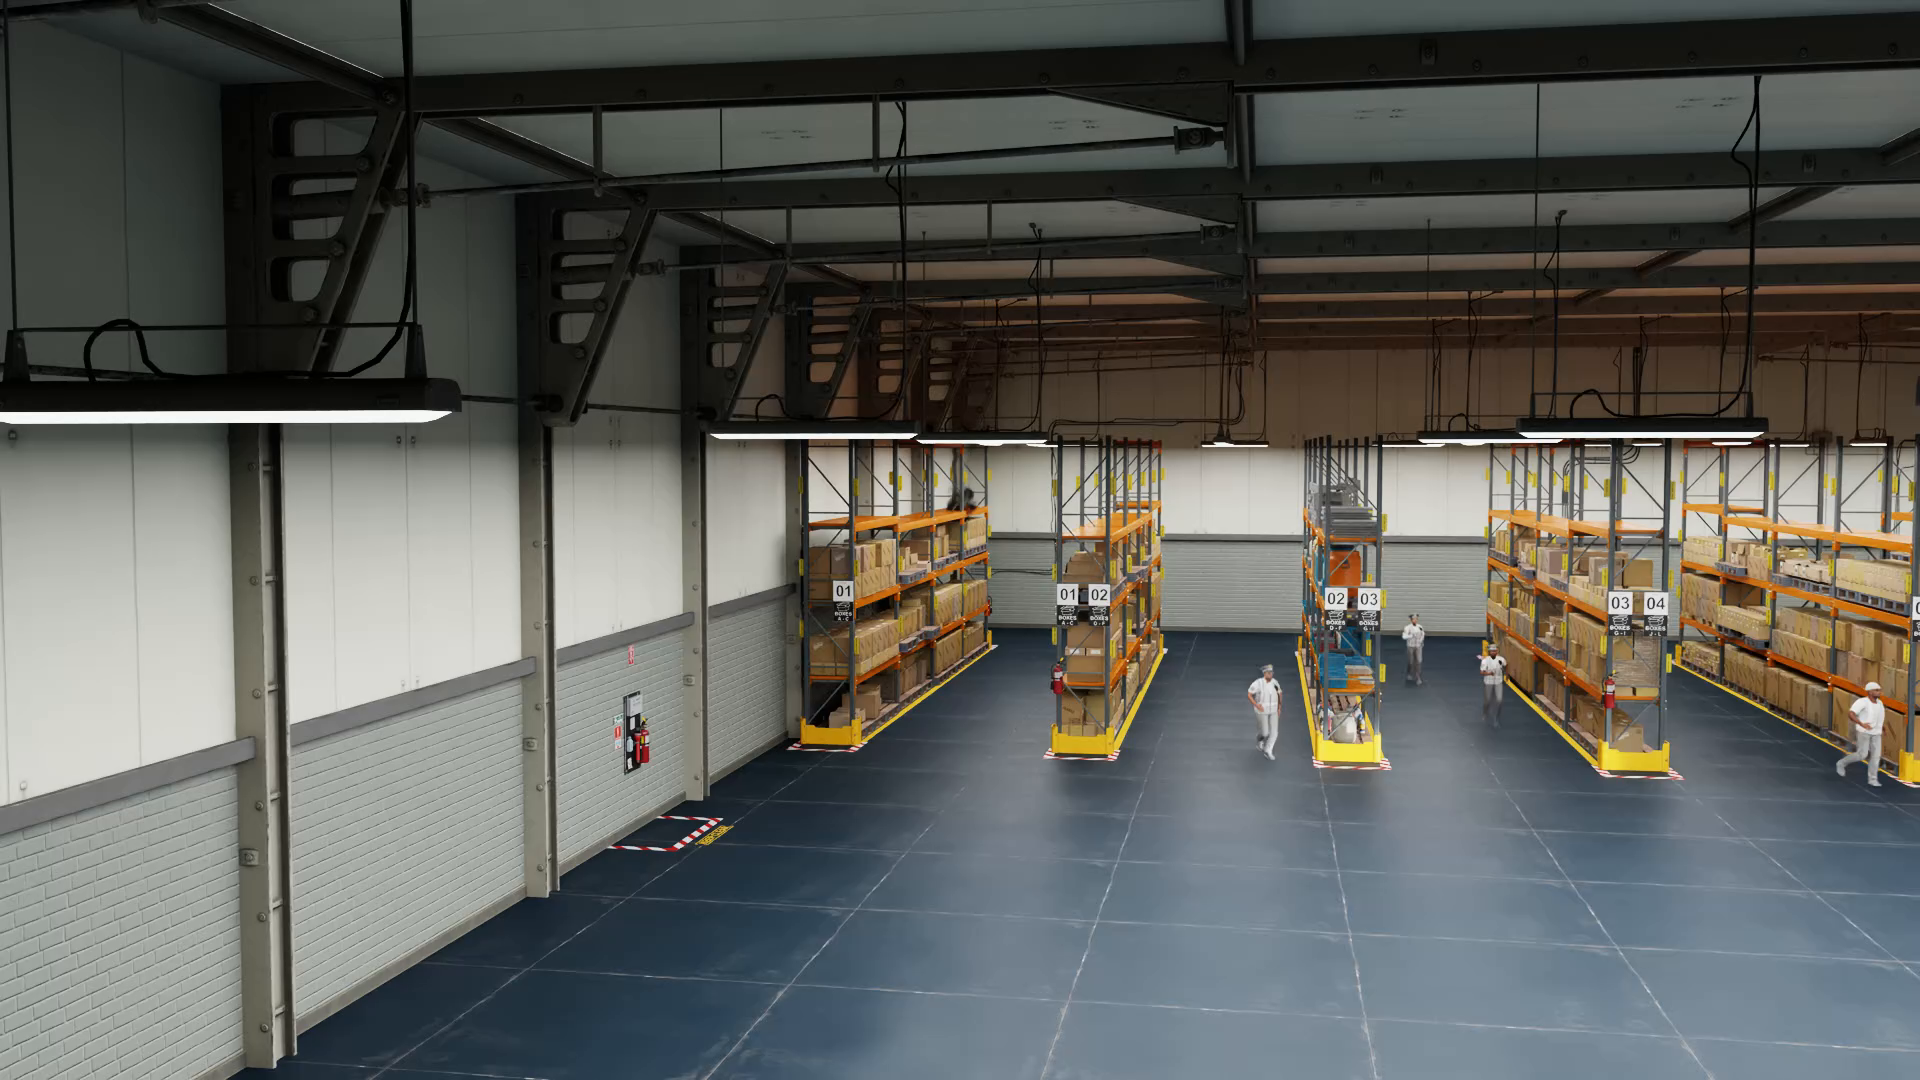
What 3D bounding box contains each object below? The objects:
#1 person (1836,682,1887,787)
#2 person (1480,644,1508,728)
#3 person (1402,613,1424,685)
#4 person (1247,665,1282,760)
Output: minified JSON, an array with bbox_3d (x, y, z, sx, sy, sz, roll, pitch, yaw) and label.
[{"bbox_3d":[15.626,3.308,28.543,0.765,1.726,0.919,-1,3,-16],"label":"person"},{"bbox_3d":[11.096,3.013,34.547,0.586,1.736,0.880,1,3,13],"label":"person"},{"bbox_3d":[11.132,2.652,40.763,0.600,1.726,0.778,0,3,1],"label":"person"},{"bbox_3d":[5.704,3.189,31.011,0.697,1.764,0.585,-1,3,-11],"label":"person"}]
